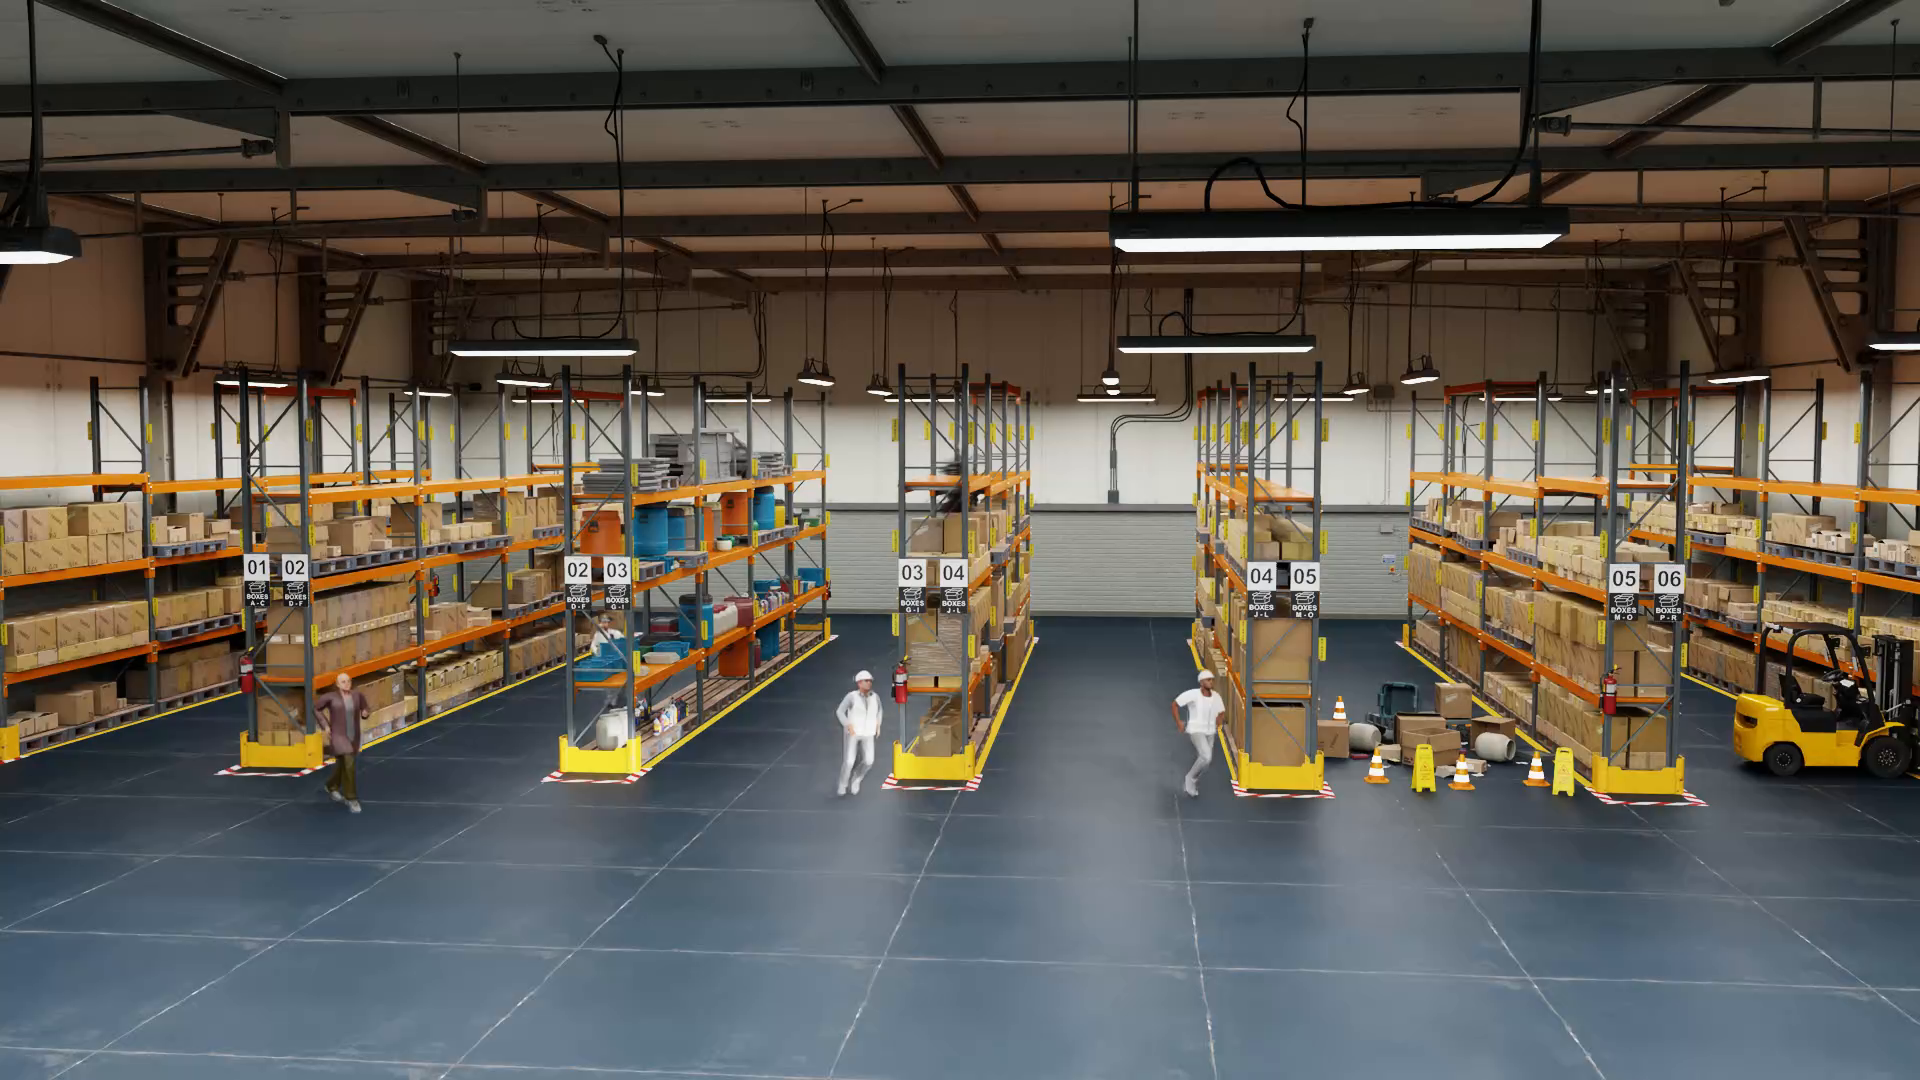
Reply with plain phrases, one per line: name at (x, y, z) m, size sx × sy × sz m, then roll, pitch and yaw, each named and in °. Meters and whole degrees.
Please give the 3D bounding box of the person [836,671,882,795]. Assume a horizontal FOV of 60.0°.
person at (-1.347, 2.666, 22.961) m, size 0.713 × 1.703 × 0.581 m, roll -1°, pitch 4°, yaw -20°

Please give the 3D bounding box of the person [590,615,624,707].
person at (-6.451, 2.217, 30.438) m, size 0.643 × 1.708 × 0.660 m, roll 1°, pitch 4°, yaw 9°

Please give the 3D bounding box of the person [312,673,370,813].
person at (-8.234, 2.687, 22.275) m, size 0.924 × 1.836 × 0.674 m, roll 3°, pitch 5°, yaw 38°

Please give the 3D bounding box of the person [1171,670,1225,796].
person at (3.361, 2.663, 22.961) m, size 0.714 × 1.722 × 0.607 m, roll -2°, pitch 4°, yaw -33°
